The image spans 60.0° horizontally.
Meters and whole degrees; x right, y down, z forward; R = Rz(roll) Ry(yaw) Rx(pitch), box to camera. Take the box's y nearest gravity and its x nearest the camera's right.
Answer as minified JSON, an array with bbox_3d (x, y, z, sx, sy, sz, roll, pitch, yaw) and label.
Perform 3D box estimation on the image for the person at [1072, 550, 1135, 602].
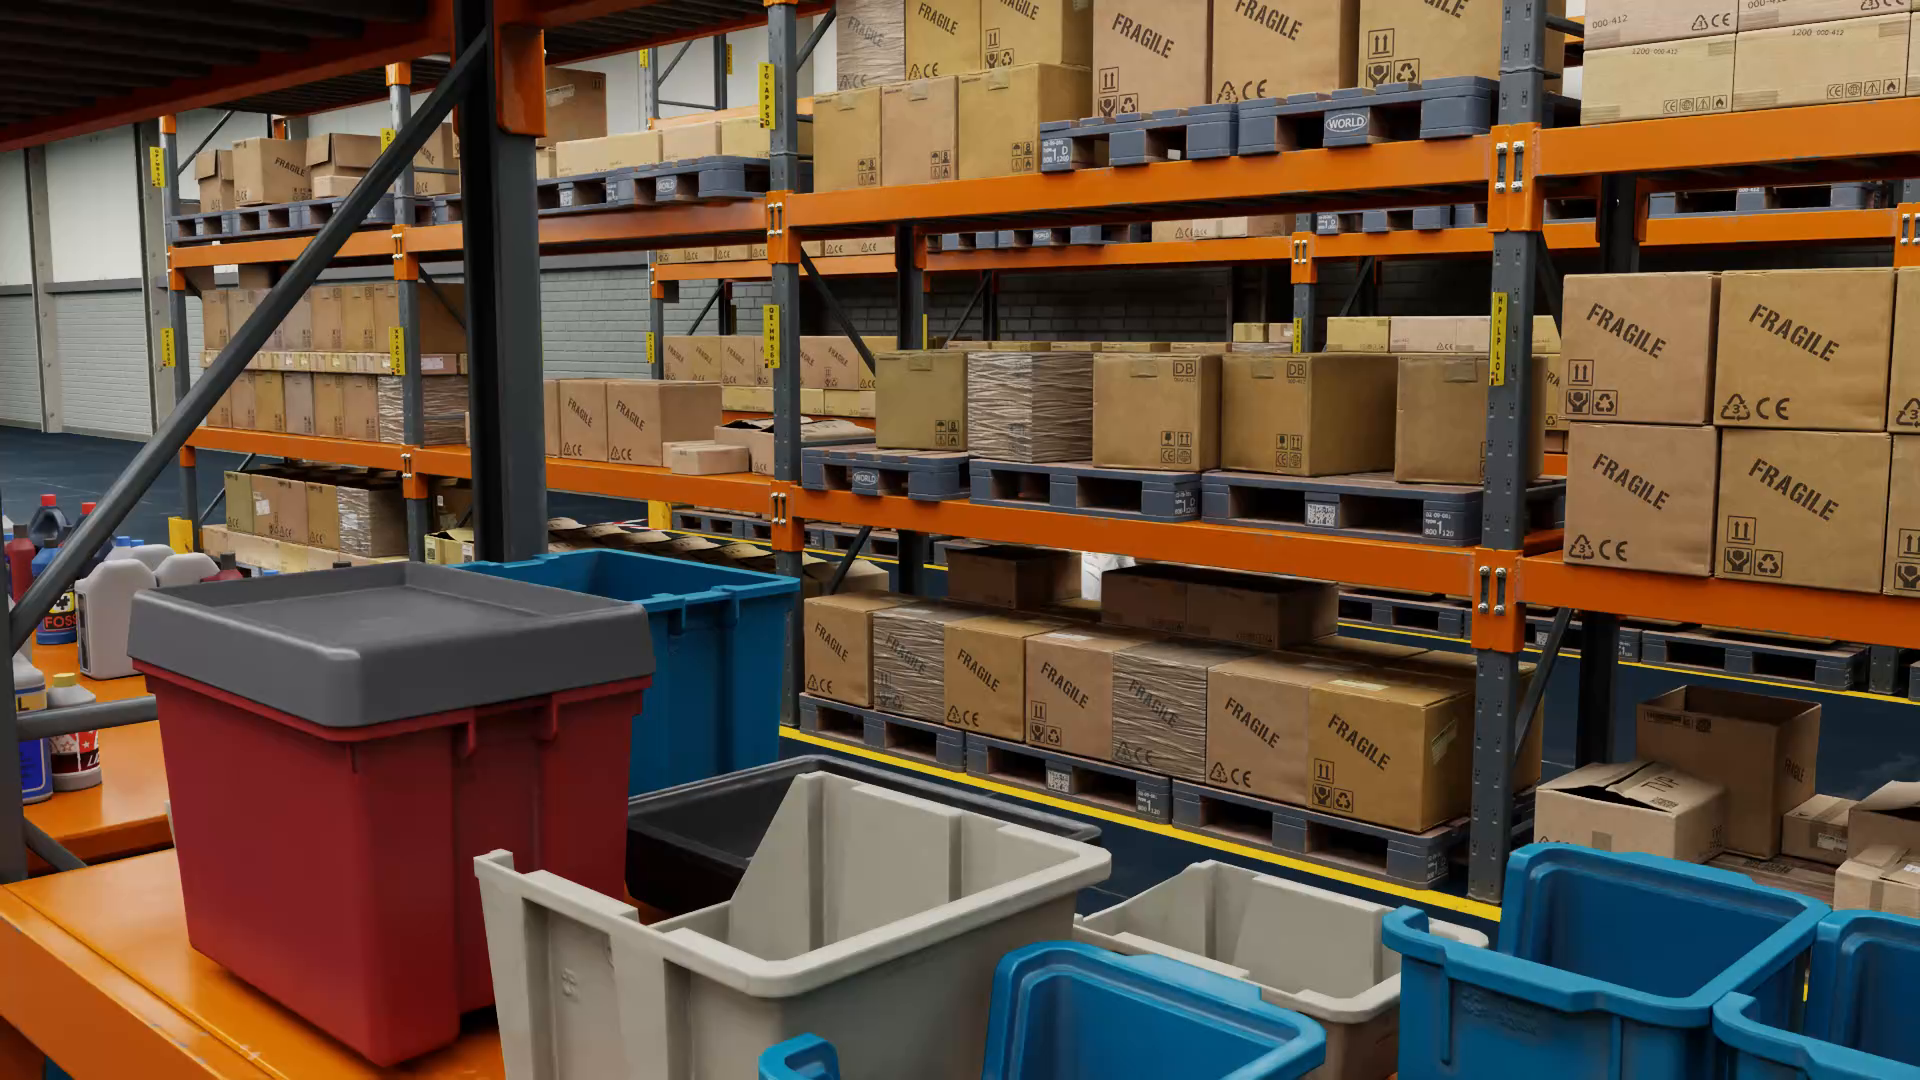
[{"bbox_3d":[0.878,0.344,10.886,0.517,0.837,0.867,7,10,43],"label":"person"}]
